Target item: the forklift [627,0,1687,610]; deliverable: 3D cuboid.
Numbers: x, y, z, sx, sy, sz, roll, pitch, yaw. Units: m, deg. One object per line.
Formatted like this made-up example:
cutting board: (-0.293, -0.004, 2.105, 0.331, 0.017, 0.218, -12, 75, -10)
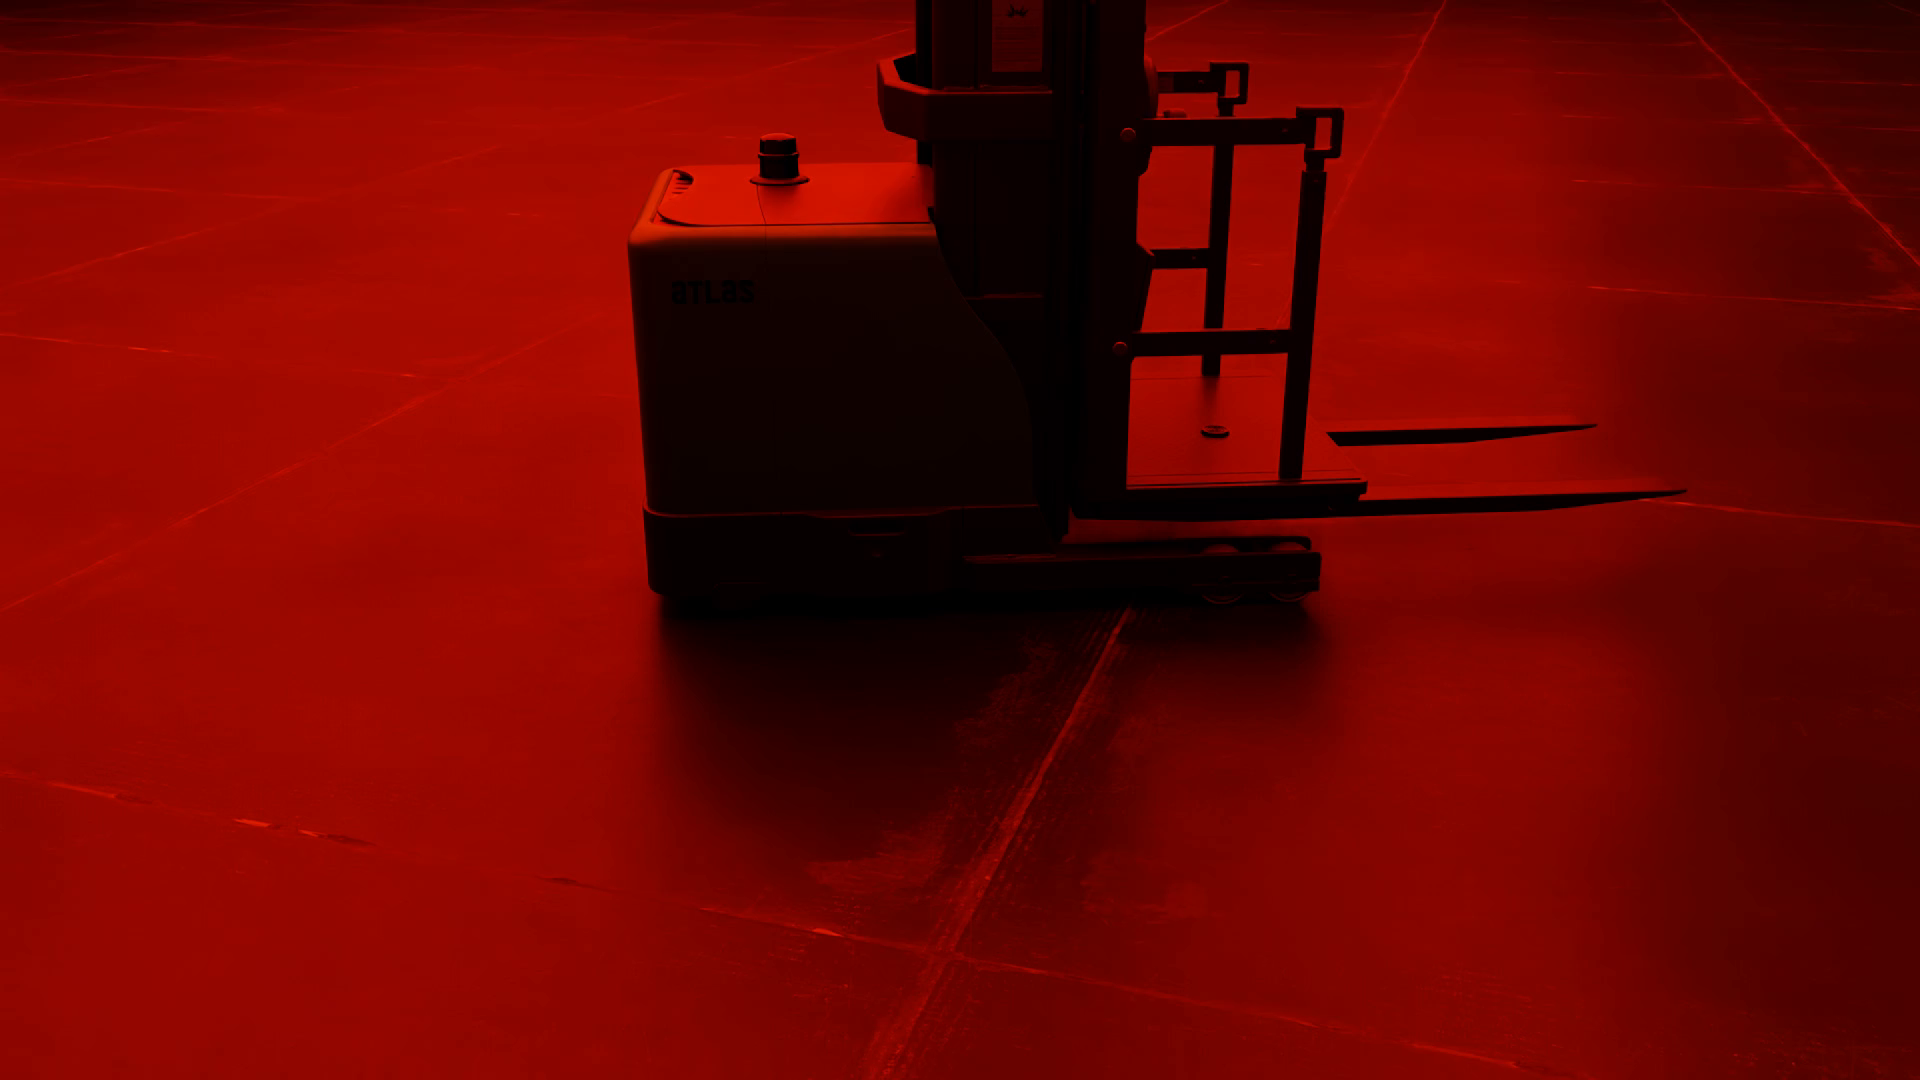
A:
forklift: (0.606, -1.374, 4.608, 3.031, 2.935, 1.130, -2, 23, -4)
